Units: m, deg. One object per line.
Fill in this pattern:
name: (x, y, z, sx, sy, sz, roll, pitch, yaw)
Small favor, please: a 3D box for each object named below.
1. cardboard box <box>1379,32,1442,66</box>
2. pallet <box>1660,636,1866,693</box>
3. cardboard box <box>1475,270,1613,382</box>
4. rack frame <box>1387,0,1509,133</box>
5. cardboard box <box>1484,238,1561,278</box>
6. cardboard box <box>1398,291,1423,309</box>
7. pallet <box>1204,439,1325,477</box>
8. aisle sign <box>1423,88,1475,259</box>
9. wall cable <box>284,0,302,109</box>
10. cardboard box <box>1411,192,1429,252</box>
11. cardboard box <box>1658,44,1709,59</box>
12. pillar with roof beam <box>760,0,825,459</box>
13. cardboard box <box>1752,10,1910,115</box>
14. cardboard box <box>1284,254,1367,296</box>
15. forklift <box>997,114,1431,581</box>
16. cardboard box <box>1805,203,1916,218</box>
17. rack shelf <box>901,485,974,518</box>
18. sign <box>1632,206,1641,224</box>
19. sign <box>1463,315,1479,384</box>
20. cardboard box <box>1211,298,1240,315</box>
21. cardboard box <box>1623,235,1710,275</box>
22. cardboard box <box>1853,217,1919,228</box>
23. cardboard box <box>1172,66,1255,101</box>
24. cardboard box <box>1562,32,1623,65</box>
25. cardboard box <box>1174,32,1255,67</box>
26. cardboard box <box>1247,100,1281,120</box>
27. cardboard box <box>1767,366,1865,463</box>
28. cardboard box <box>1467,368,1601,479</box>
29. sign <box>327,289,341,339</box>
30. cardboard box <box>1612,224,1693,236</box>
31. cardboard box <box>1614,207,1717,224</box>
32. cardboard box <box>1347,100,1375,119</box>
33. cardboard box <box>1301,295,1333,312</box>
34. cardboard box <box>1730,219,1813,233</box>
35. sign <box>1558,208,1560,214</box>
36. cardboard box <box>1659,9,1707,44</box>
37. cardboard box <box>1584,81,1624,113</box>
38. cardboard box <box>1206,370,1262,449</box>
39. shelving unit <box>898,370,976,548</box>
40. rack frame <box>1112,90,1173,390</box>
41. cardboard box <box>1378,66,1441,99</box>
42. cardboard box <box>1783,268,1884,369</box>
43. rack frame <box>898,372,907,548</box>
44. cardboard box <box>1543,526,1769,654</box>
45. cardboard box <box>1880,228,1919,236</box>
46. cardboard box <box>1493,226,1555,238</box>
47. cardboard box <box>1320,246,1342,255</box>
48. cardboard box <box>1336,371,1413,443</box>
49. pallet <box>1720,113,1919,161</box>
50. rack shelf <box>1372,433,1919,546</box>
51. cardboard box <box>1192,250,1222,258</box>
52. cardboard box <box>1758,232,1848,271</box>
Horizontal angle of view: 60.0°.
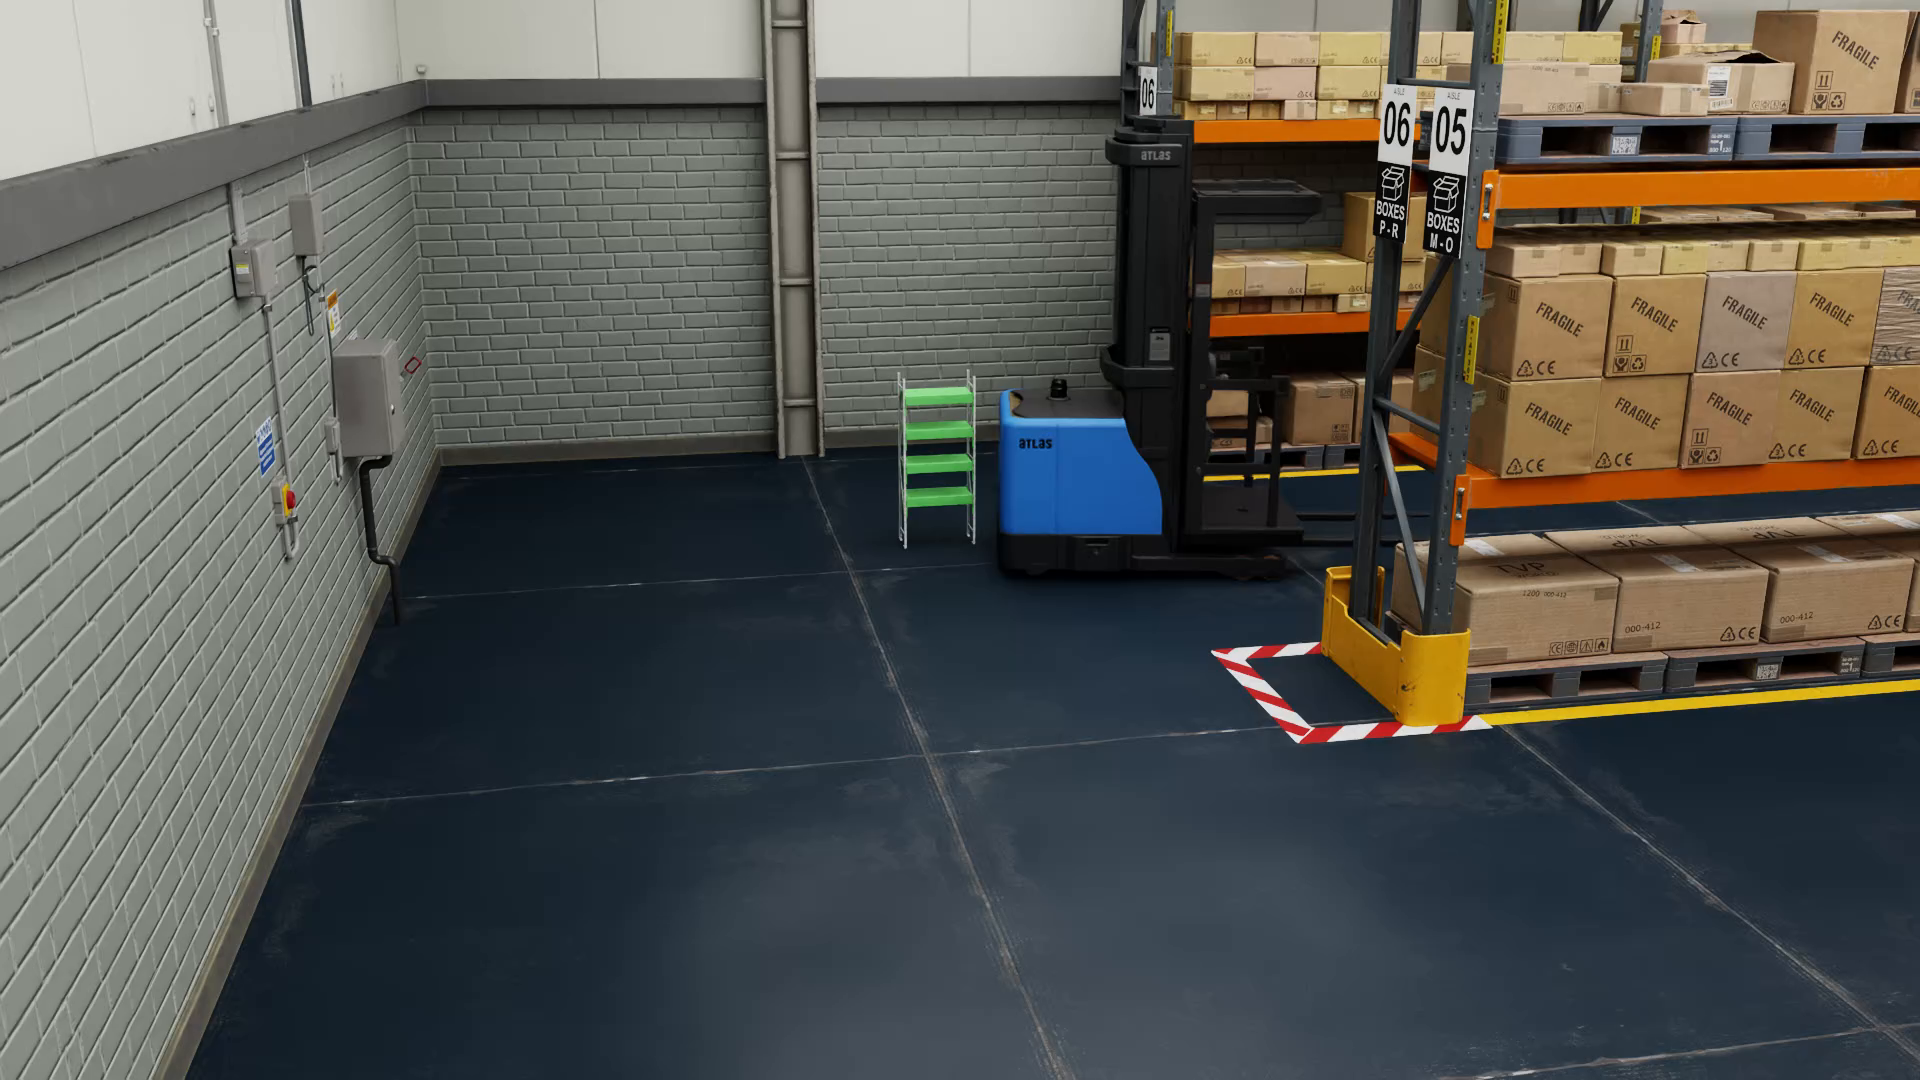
cardboard box: (3.425, -3.850, 13.027, 0.500, 0.250, 0.500, -3, 17, -9)
pallet: (4.360, 0.561, 9.625, 1.213, 0.211, 1.003, -3, 17, -10)
cardboard box: (2.920, -1.108, 8.437, 0.500, 0.500, 0.500, -4, 17, -12)
rack frame: (2.395, -3.505, 7.898, 0.127, 3.000, 1.000, -3, 17, -10)
cardboard box: (2.796, -1.413, 8.327, 0.250, 0.149, 0.380, -3, 17, -9)
cardboard box: (3.593, -2.000, 13.641, 0.250, 0.149, 0.380, -3, 17, -11)
pallet: (2.307, -0.784, 14.006, 1.213, 0.211, 1.003, -3, 17, -10)
aisle sign: (2.379, -1.793, 8.112, 0.004, 0.787, 0.394, -3, 17, -10)
wall cable: (-3.277, -3.324, 7.308, 0.029, 3.000, 2.355, -3, 17, -10)
cardboard box: (3.864, -2.714, 14.010, 0.500, 0.500, 0.500, -4, 17, -12)
cardboard box: (5.753, -3.886, 13.281, 0.250, 0.149, 0.380, -3, 17, -9)
pillar with roof beam: (-0.552, -3.805, 8.872, 0.400, 9.000, 9.100, -3, 17, -10)
cardboard box: (4.402, -2.437, 8.472, 0.500, 0.500, 0.500, -3, 17, -9)
cardboard box: (2.938, -2.144, 13.431, 0.500, 0.250, 0.500, -4, 17, -11)
forklift: (1.777, -1.288, 11.015, 3.031, 2.935, 1.130, 0, 17, 1)
cardboard box: (7.736, -2.620, 14.341, 0.637, 0.503, 0.797, -4, 17, -12)
rack shelf: (-0.163, -0.274, 11.695, 0.480, 0.148, 0.258, -3, 17, -10)
sign: (5.487, -2.549, 13.527, 0.005, 0.325, 0.100, -3, 17, -10)
sign: (2.494, -0.929, 8.118, 0.005, 0.325, 0.100, -3, 17, -10)
cardboard box: (2.065, -1.915, 13.365, 0.250, 0.149, 0.380, -3, 17, -9)
cardboard box: (3.571, -1.450, 8.445, 0.250, 0.149, 0.380, -4, 17, -12)
cardboard box: (5.216, -1.712, 9.299, 0.250, 0.149, 0.380, -3, 17, -11)
cardboard box: (1.937, -3.519, 12.799, 0.500, 0.250, 0.500, -3, 17, -11)
cardboard box: (4.927, -3.937, 13.309, 0.500, 0.250, 0.500, -3, 17, -10)
cardboard box: (1.933, -3.764, 12.746, 0.500, 0.250, 0.500, -3, 17, -11)
cardboard box: (2.314, -3.364, 12.976, 0.250, 0.149, 0.380, -3, 17, -10)
cardboard box: (4.403, -0.721, 8.881, 0.500, 0.500, 0.500, -3, 17, -9)
cardboard box: (2.920, -0.629, 8.582, 0.500, 0.500, 0.500, -3, 17, -11)
sign: (-3.585, -1.298, 9.522, 0.001, 0.242, 0.339, -3, 17, -10)
cardboard box: (3.716, -1.607, 8.957, 0.250, 0.149, 0.380, -3, 17, -11)
cardboard box: (5.894, -2.502, 13.964, 0.500, 0.500, 0.700, -3, 17, -9)
cardboard box: (3.065, -3.397, 13.081, 0.250, 0.149, 0.380, -3, 17, -11)
cardboard box: (2.836, -1.952, 13.487, 0.250, 0.149, 0.380, -3, 17, -10)
cardboard box: (4.464, -1.674, 9.175, 0.250, 0.149, 0.380, -3, 17, -10)
sign: (5.268, -3.004, 14.512, 0.005, 0.325, 0.100, -3, 17, -10)
cardboard box: (5.739, -4.110, 13.305, 0.258, 0.266, 0.396, -3, 17, -11)
cardboard box: (3.216, -2.297, 8.616, 0.250, 0.149, 0.380, -5, 18, -15)
cardboard box: (2.068, -1.082, 13.764, 0.637, 0.503, 0.797, -4, 18, -13)
shelving unit: (-0.163, -0.564, 11.606, 0.503, 1.200, 0.258, -3, 17, -10)
rack frame: (1.449, -2.068, 13.437, 0.127, 3.000, 1.000, -3, 17, -10)
cardboard box: (3.440, -3.613, 13.107, 0.500, 0.250, 0.500, -4, 17, -11)
cardboard box: (4.419, -1.198, 8.729, 0.500, 0.500, 0.500, -3, 17, -10)
rack frame: (-0.402, -0.551, 11.561, 0.015, 1.200, 0.240, -3, 17, -10)
cardboard box: (3.921, 0.267, 9.481, 0.875, 0.438, 0.875, -3, 17, -9)
cardboard box: (5.070, -1.549, 8.769, 0.250, 0.149, 0.380, -3, 17, -11)
cardboard box: (2.954, -1.572, 8.844, 0.250, 0.149, 0.380, -3, 17, -9)
cardboard box: (3.358, -2.325, 14.020, 0.500, 0.250, 0.500, -3, 17, -11)
cardboard box: (3.453, -1.118, 13.885, 0.500, 0.500, 0.500, -3, 17, -9)
pallet: (4.321, -2.142, 8.720, 1.213, 0.211, 1.003, -3, 17, -10)
rack shelf: (4.358, -0.405, 9.247, 4.000, 0.370, 1.077, -3, 17, -10)
cardboard box: (1.851, -2.241, 13.748, 0.500, 0.250, 0.500, -3, 17, -9)
cardboard box: (4.326, -1.488, 8.568, 0.250, 0.149, 0.380, -4, 17, -12)
